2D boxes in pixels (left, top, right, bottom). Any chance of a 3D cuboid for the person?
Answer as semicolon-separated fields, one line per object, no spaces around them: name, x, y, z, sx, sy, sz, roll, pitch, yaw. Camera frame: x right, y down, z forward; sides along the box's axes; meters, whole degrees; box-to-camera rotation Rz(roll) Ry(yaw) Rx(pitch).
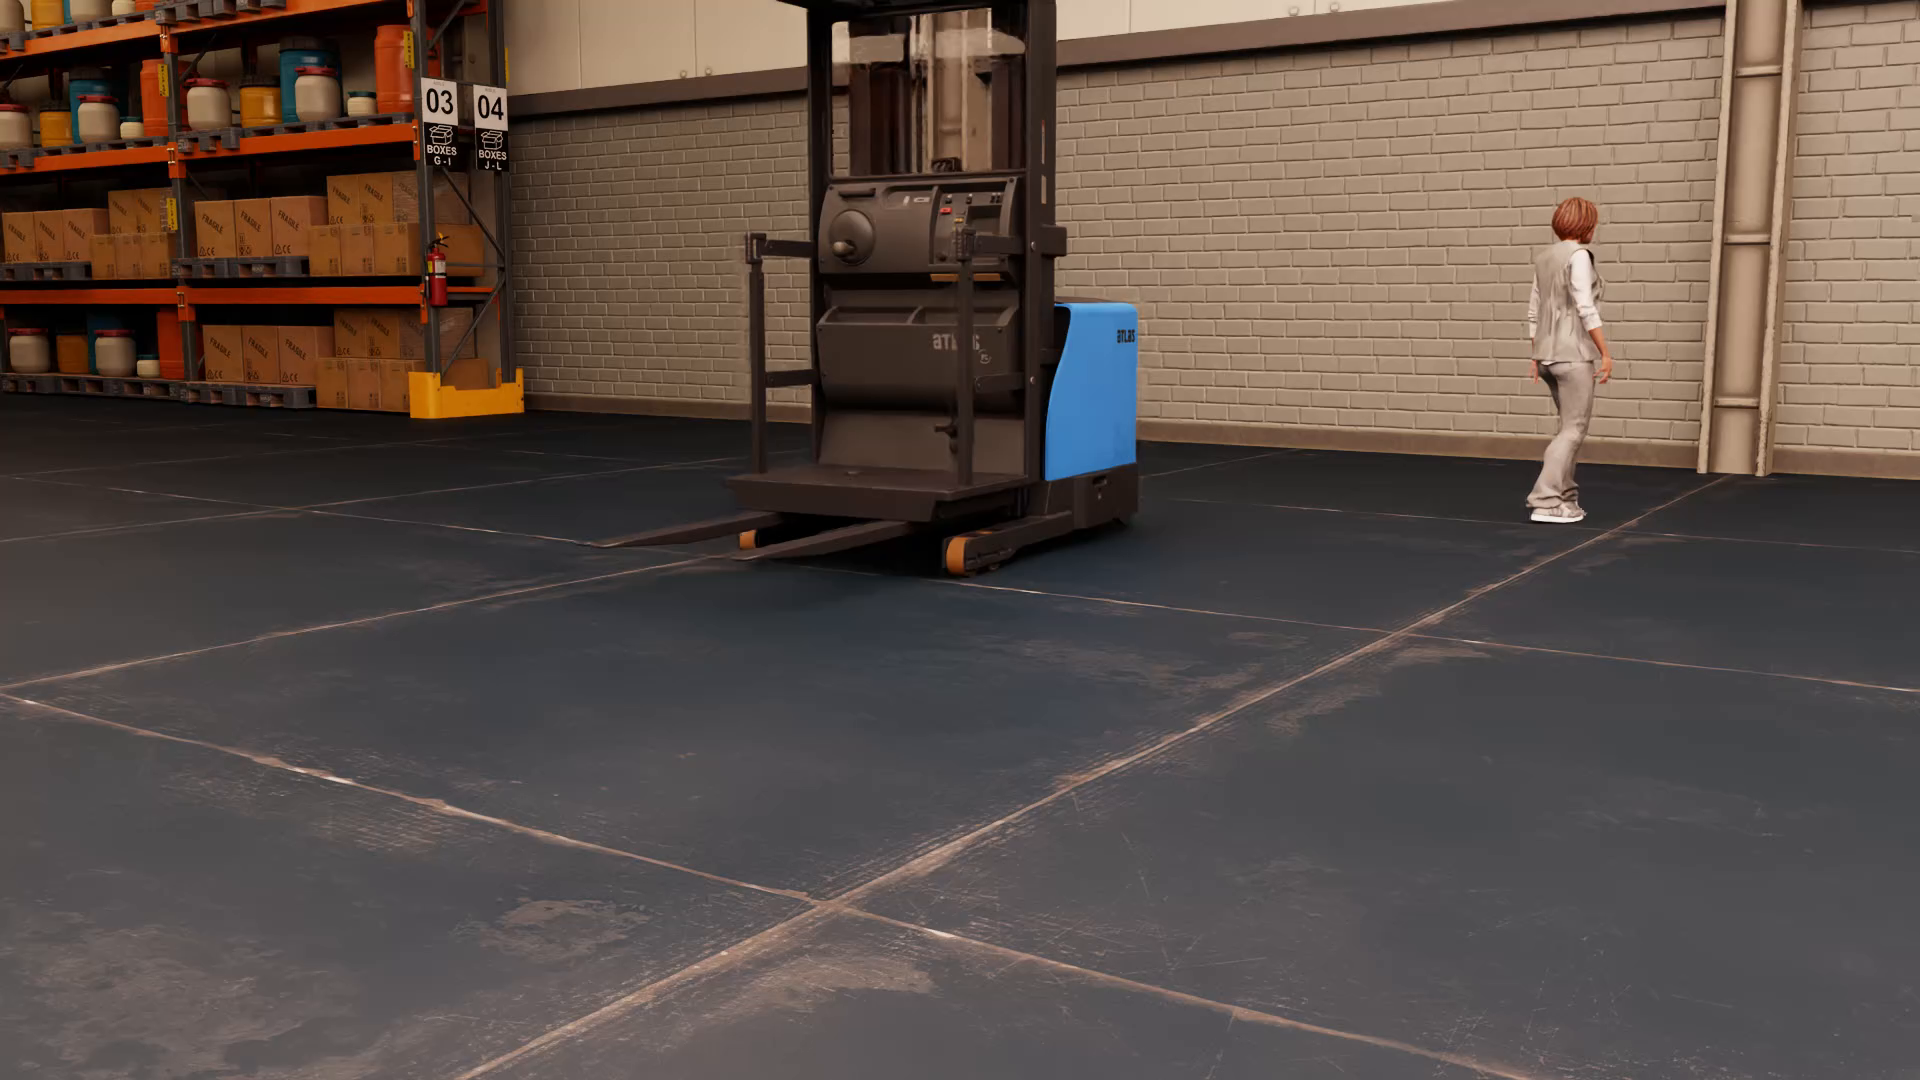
person;3.022;-0.862;8.183;0.499;1.625;0.497;-2;8;-10

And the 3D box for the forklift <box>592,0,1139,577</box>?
forklift;-0.286;-1.375;6.861;1.130;2.935;3.031;4;9;28
